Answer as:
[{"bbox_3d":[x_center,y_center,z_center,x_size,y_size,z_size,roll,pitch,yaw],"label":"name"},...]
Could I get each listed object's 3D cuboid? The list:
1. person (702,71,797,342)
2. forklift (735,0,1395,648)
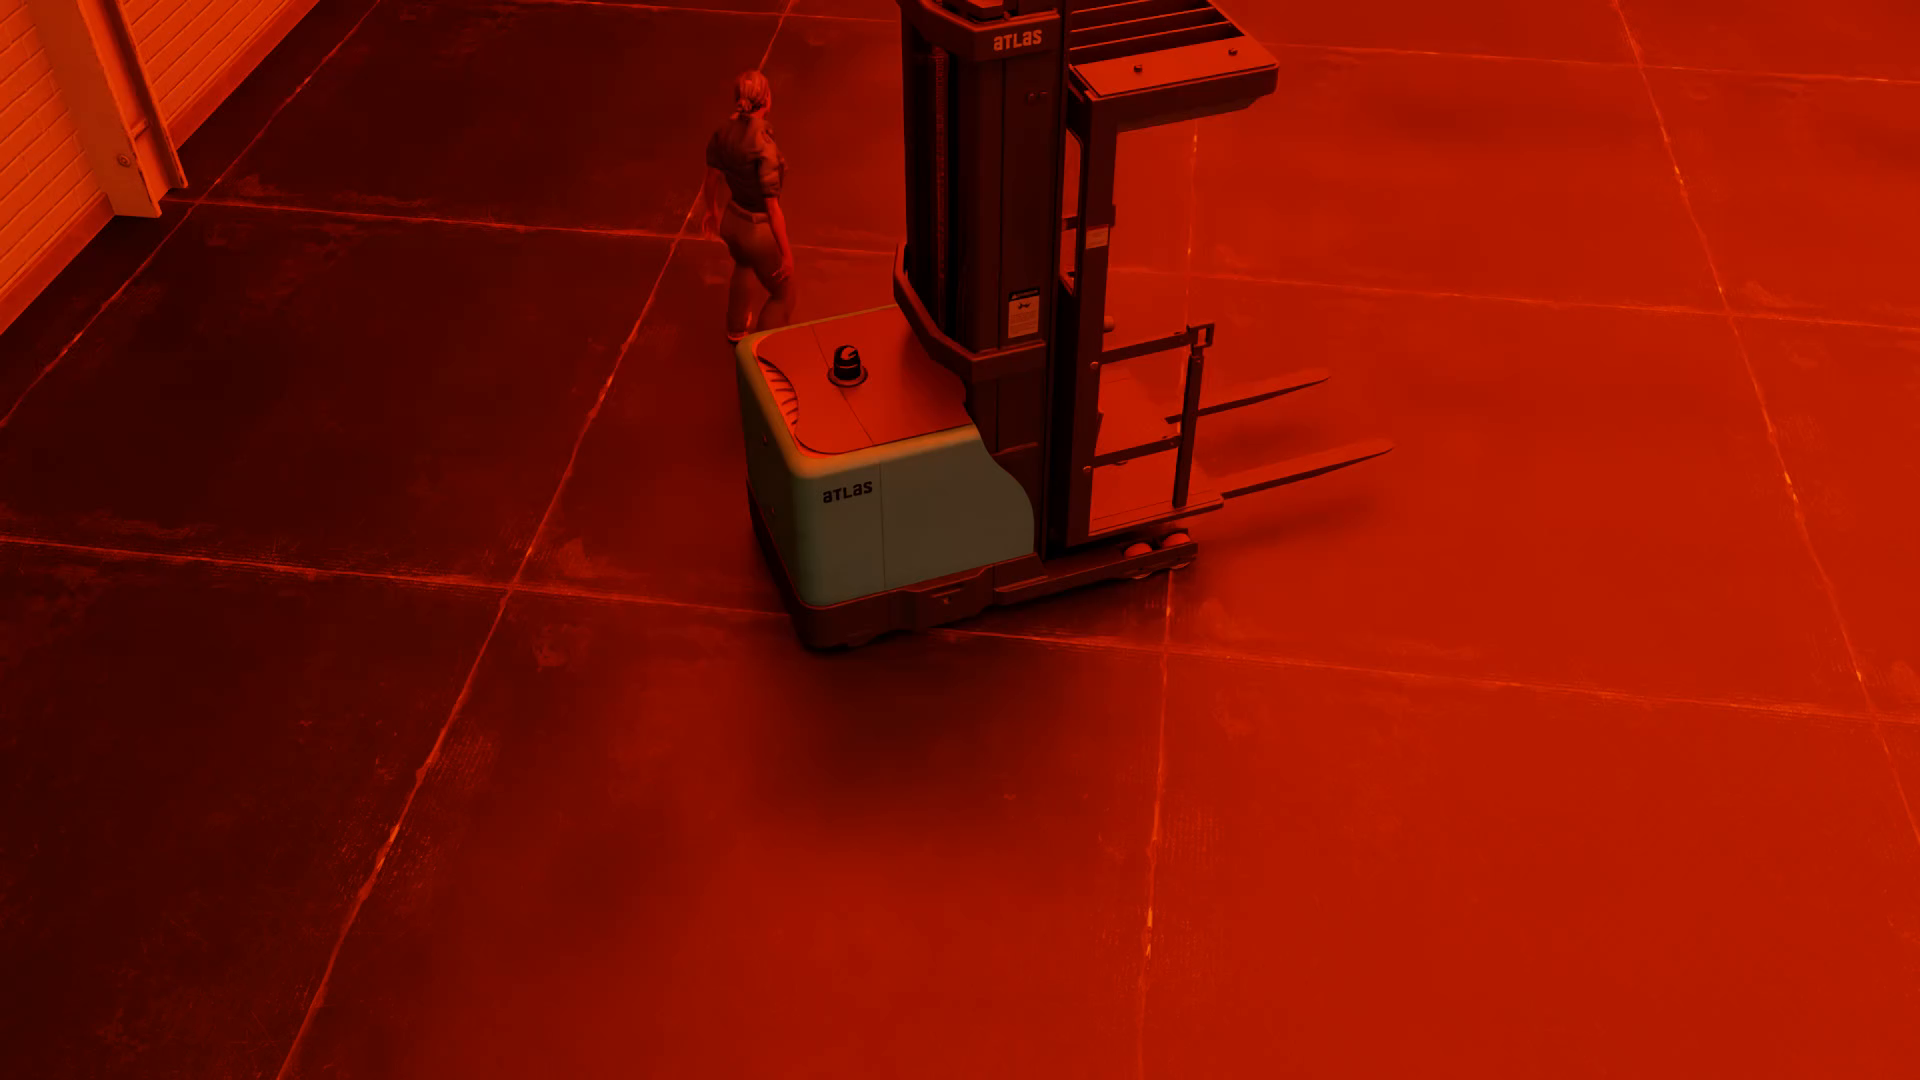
[{"bbox_3d":[-1.059,-1.586,8.430,0.385,1.628,0.792,-33,52,-30],"label":"person"},{"bbox_3d":[0.572,-1.223,7.055,3.031,2.935,1.130,-14,44,-15],"label":"forklift"}]
